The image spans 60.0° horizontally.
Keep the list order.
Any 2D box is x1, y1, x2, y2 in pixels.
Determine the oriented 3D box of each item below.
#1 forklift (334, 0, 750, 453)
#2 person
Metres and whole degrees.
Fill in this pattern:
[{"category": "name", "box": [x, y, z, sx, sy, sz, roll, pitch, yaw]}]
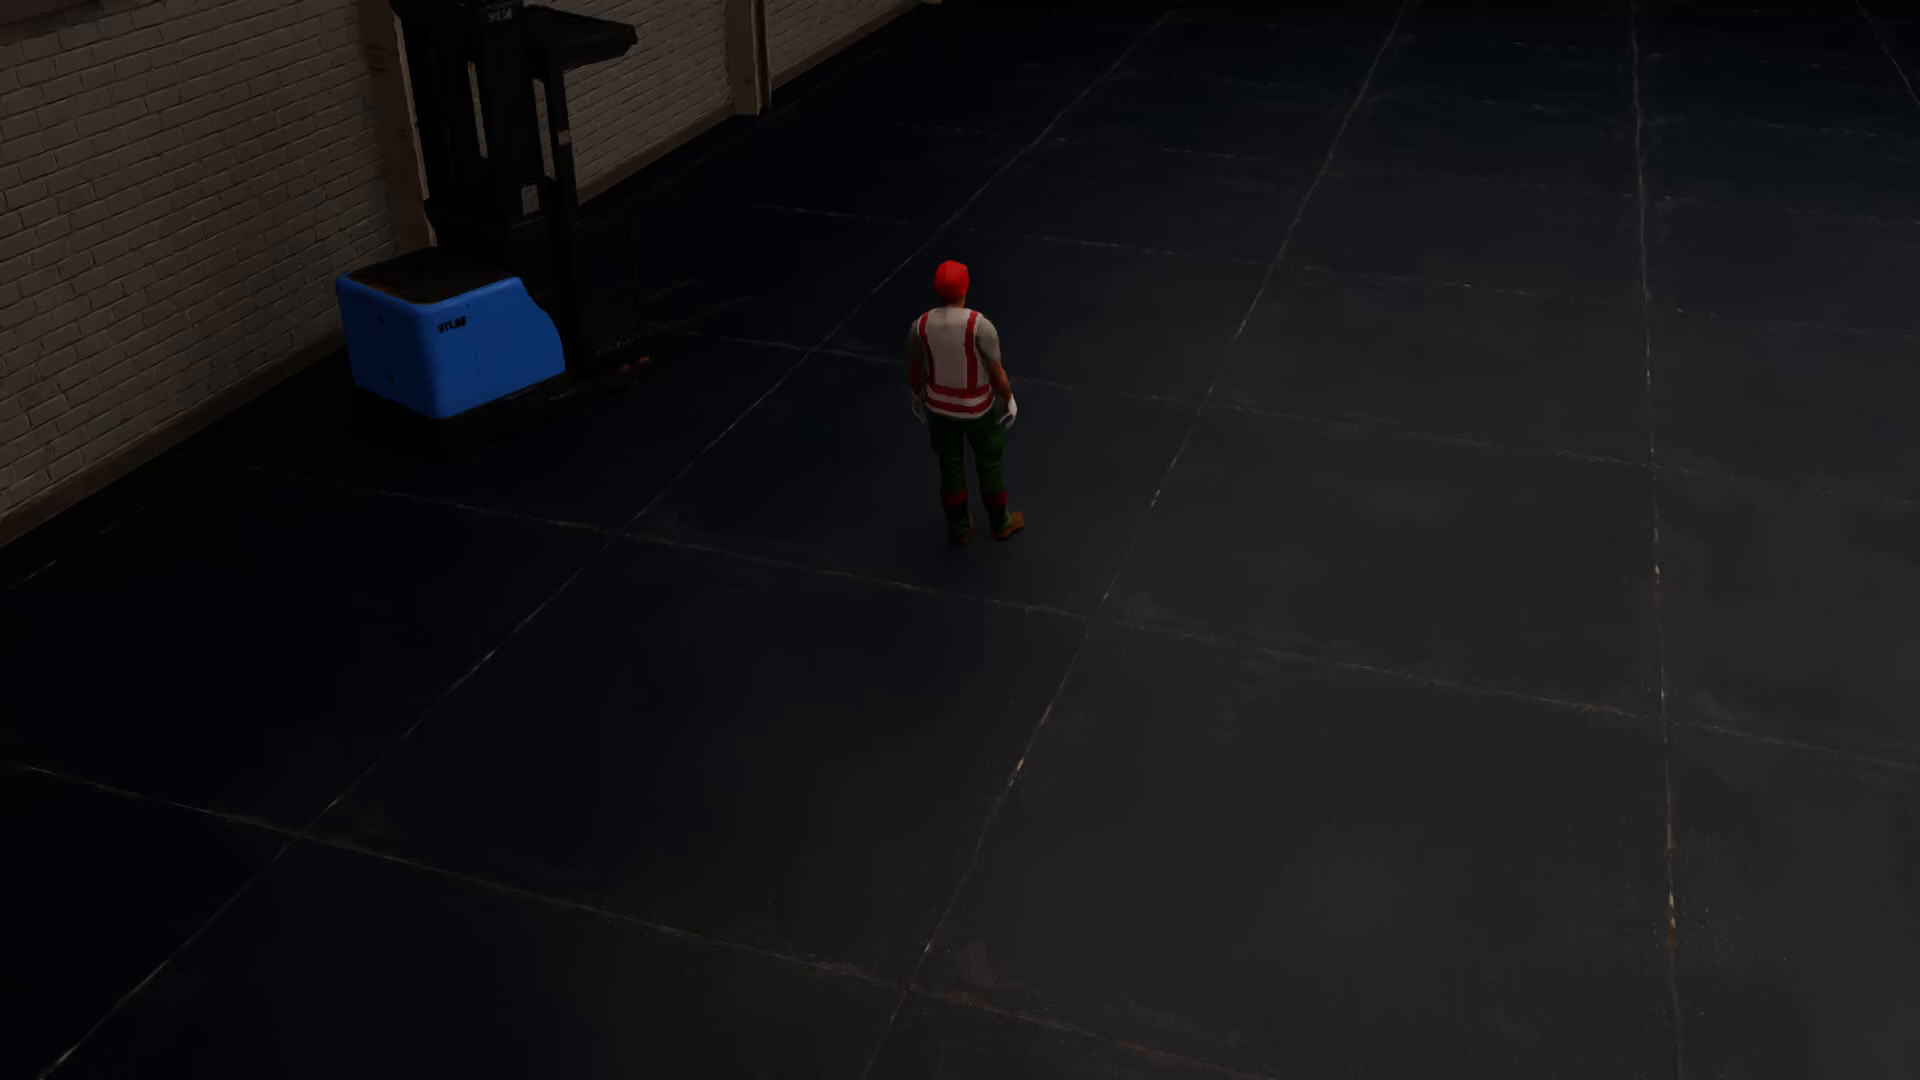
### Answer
[{"category": "forklift", "box": [-2.846, -2.511, 11.541, 1.130, 2.935, 3.031, 22, 36, 33]}, {"category": "person", "box": [0.037, -0.819, 9.713, 0.637, 1.787, 0.563, 10, 31, 16]}]
